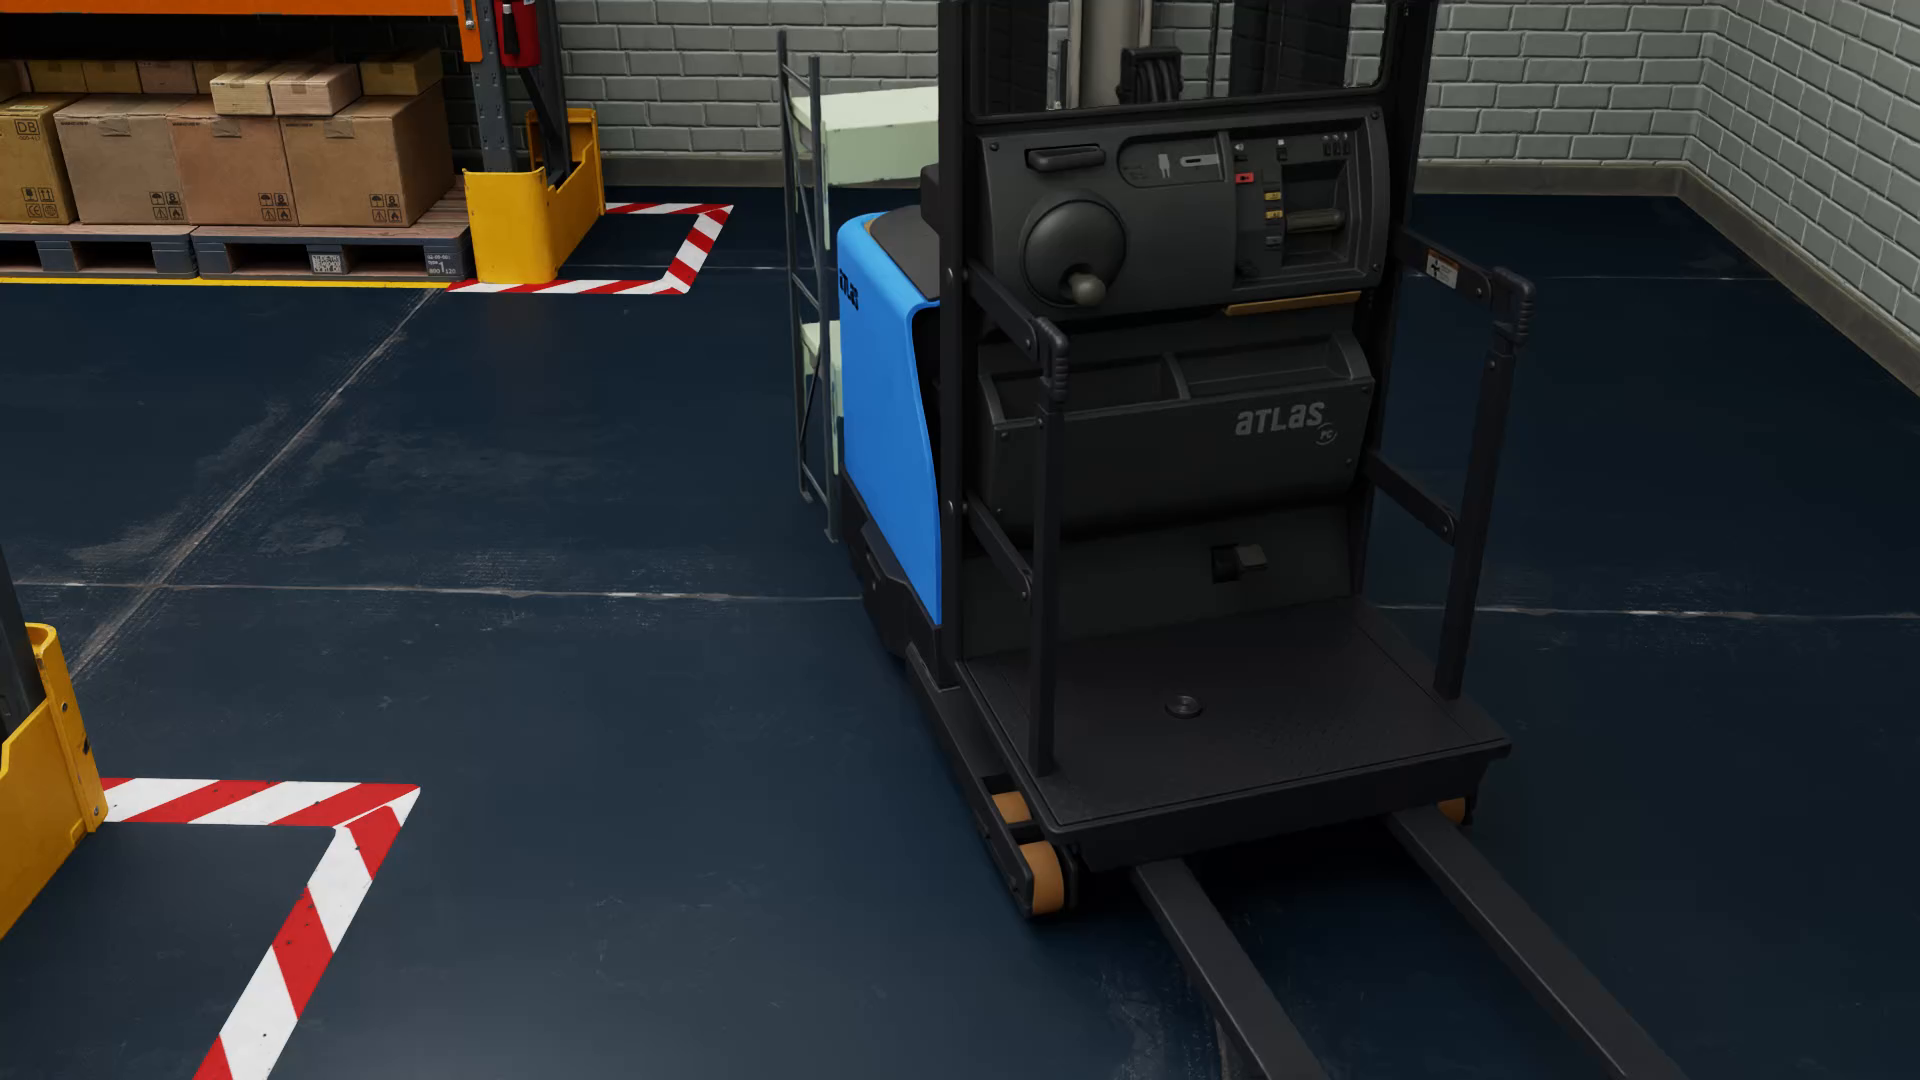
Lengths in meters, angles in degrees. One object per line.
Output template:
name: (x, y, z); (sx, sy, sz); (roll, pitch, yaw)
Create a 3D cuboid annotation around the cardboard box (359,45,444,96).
cardboard box: (-2.566, -2.161, 7.652); (0.250, 0.149, 0.380); (1, 28, 2)

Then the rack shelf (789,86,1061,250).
rack shelf: (-0.116, -1.144, 4.973); (0.720, 0.370, 0.431); (-9, 29, -17)

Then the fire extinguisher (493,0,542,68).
fire extinguisher: (-1.860, -2.319, 6.904); (0.183, 0.674, 0.296); (1, 28, 2)

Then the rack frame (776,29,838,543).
rack frame: (-0.460, -0.742, 5.048); (0.023, 1.500, 0.400); (-9, 29, -17)

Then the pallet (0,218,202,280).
pallet: (-4.013, -1.503, 7.860); (1.213, 0.211, 1.003); (1, 28, 2)

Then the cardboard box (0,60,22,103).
cardboard box: (-4.391, -2.011, 7.368); (0.250, 0.149, 0.380); (0, 28, 0)

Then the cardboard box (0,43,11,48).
cardboard box: (-4.596, -2.194, 7.714); (0.250, 0.149, 0.380); (0, 28, 0)

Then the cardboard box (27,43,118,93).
cardboard box: (-4.086, -2.185, 7.698); (0.250, 0.149, 0.380); (0, 28, 1)

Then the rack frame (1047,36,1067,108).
rack frame: (0.230, -0.856, 5.264); (0.023, 1.500, 0.400); (-9, 29, -17)

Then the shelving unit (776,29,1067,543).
shelving unit: (-0.115, -0.799, 5.156); (0.755, 1.500, 0.431); (-9, 29, -17)

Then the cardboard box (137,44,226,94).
cardboard box: (-3.577, -2.177, 7.682); (0.250, 0.149, 0.380); (1, 28, 3)

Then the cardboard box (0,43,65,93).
cardboard box: (-4.344, -2.189, 7.705); (0.250, 0.149, 0.380); (1, 28, 2)

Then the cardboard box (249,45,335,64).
cardboard box: (-3.072, -2.169, 7.667); (0.250, 0.149, 0.380); (1, 28, 2)

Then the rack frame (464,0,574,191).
rack frame: (-1.995, -2.737, 7.210); (0.127, 3.000, 1.000); (1, 28, 2)

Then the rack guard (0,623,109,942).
rack guard: (-2.242, 0.685, 3.424); (0.348, 0.500, 1.175); (1, 28, 2)

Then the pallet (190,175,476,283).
pallet: (-2.797, -1.481, 7.819); (1.213, 0.211, 1.003); (1, 28, 2)

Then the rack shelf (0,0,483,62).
rack shelf: (-3.994, -2.452, 7.441); (4.000, 0.370, 1.077); (1, 28, 2)

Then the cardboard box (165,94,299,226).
cardboard box: (-3.198, -1.791, 7.646); (0.500, 0.500, 0.700); (1, 28, 2)

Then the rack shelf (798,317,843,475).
rack shelf: (-0.115, -0.511, 5.309); (0.720, 0.370, 0.431); (-9, 29, -17)

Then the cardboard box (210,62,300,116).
cardboard box: (-3.088, -1.990, 7.329); (0.250, 0.149, 0.380); (2, 28, 3)

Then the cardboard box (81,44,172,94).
cardboard box: (-3.833, -2.181, 7.690); (0.250, 0.149, 0.380); (1, 28, 2)

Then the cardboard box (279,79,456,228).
cardboard box: (-2.698, -1.783, 7.631); (0.500, 0.500, 0.700); (1, 28, 2)

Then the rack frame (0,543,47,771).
rack frame: (-2.166, -0.418, 2.836); (0.127, 3.000, 1.000); (1, 28, 2)

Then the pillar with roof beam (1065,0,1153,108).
pillar with roof beam: (0.582, -3.733, 2.683); (0.400, 9.000, 9.100); (1, 28, 2)

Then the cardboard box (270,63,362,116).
cardboard box: (-2.833, -1.986, 7.322); (0.250, 0.149, 0.380); (1, 28, 1)

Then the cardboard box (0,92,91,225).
cardboard box: (-4.234, -1.804, 7.672); (0.500, 0.500, 0.700); (2, 28, 3)

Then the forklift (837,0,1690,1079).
forklift: (0.563, -0.673, 3.390); (1.130, 2.935, 3.031); (-8, 29, -15)

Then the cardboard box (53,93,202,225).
cardboard box: (-3.701, -1.799, 7.661); (0.500, 0.500, 0.700); (0, 28, 0)

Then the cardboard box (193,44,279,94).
cardboard box: (-3.322, -2.173, 7.675); (0.250, 0.149, 0.380); (1, 28, 2)

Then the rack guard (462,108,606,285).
rack guard: (-1.971, -1.632, 7.795); (0.348, 0.500, 1.175); (1, 28, 2)
